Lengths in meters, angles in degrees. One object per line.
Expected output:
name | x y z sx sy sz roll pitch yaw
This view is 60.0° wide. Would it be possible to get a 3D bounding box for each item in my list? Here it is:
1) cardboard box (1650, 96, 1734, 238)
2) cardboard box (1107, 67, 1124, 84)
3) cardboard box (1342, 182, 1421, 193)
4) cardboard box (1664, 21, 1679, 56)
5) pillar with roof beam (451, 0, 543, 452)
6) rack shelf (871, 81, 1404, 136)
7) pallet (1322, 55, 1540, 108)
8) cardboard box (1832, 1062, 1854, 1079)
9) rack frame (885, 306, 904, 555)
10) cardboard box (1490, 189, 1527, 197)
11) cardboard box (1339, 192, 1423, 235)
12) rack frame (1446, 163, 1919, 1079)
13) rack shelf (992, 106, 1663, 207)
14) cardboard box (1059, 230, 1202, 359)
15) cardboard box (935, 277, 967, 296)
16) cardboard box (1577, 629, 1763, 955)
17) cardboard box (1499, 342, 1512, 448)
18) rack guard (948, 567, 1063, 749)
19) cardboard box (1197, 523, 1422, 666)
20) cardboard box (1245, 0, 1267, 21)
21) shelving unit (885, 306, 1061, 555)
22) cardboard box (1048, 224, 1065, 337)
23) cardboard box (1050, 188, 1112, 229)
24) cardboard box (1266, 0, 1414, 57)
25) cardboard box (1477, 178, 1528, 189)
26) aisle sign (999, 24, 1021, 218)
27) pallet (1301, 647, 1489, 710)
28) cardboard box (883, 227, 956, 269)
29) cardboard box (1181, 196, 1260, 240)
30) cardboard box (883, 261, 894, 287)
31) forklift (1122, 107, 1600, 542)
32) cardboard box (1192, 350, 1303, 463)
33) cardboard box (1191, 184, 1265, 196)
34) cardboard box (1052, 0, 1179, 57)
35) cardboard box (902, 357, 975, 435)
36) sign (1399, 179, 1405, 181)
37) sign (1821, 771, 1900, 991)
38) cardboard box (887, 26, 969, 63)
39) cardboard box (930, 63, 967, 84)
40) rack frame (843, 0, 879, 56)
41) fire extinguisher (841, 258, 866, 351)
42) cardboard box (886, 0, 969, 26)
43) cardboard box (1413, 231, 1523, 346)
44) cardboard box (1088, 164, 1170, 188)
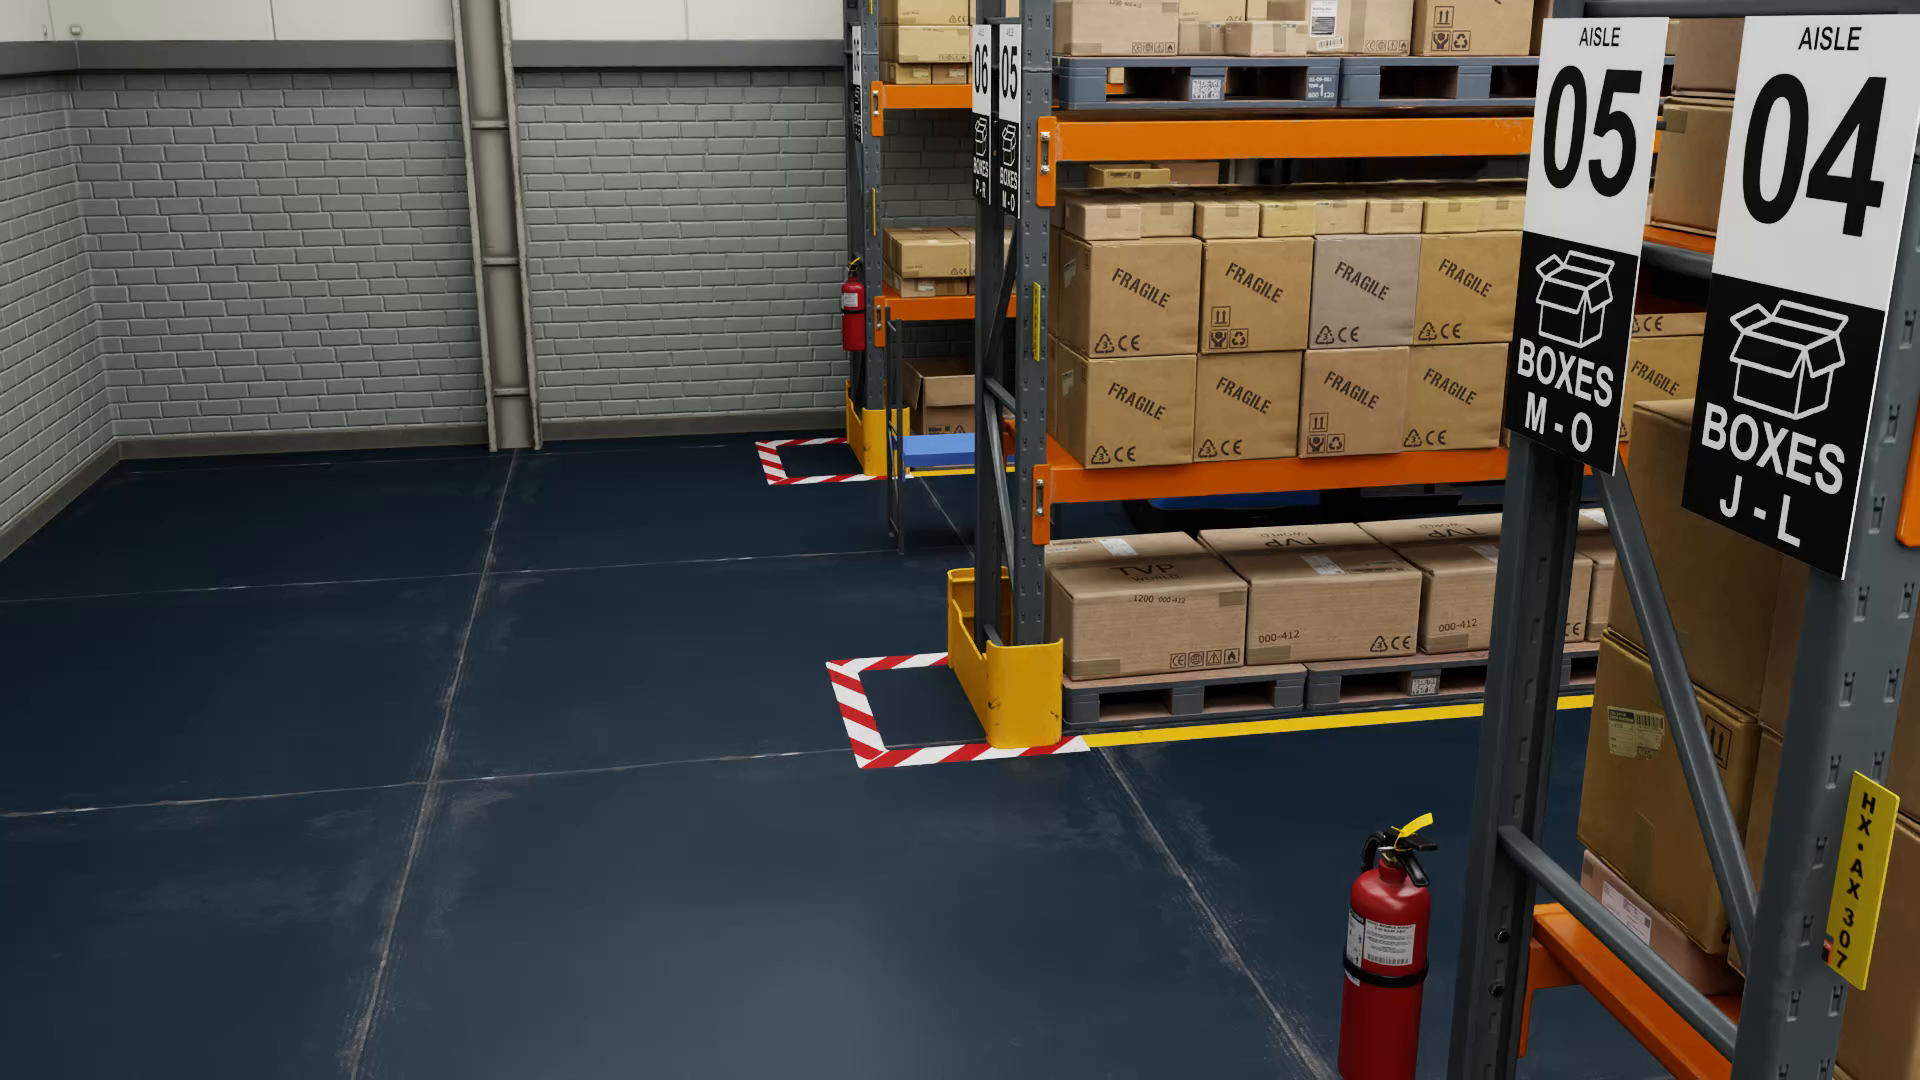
cardboard box | 1.663 -0.687 3.086 0.500 0.250 0.500 -4 17 -12
cardboard box | 1.164 -3.397 12.082 0.250 0.149 0.380 -3 17 -10
cardboard box | 2.046 -1.654 8.110 0.250 0.149 0.380 -3 17 -9
cardboard box | 3.330 -2.287 7.583 0.250 0.149 0.380 -3 17 -9
pillar with roof beam | -2.719 -3.812 7.895 0.400 9.000 9.100 -3 17 -10
rack shelf | 1.247 -3.277 12.487 4.000 0.370 1.077 -3 17 -10
pallet | 2.155 -2.149 7.743 1.213 0.211 1.003 -3 17 -10
cardboard box | 1.647 0.973 2.962 0.250 0.149 0.380 -3 17 -11
rack frame | -0.415 -0.693 10.515 0.032 1.500 0.500 -3 17 -10
cardboard box | 2.646 -1.541 7.743 0.250 0.149 0.380 -4 17 -12
cardboard box | 1.906 -1.488 7.570 0.250 0.149 0.380 -3 17 -10
rack frame | 1.266 0.777 3.174 0.127 3.000 1.000 -3 17 -10
rack shelf | 2.192 -1.846 7.829 4.000 0.370 1.077 -3 17 -10
cardboard box | 0.753 -1.115 7.459 0.500 0.500 0.500 -4 17 -12
cardboard box | -0.101 -1.922 12.388 0.250 0.149 0.380 -3 17 -9
cardboard box | 1.659 0.488 3.438 0.500 0.500 0.500 -3 17 -9
cardboard box | 2.754 -0.753 7.984 0.500 0.500 0.500 -4 17 -11
rack guard | 0.205 0.552 8.164 0.348 0.500 1.175 -3 17 -10
cardboard box | 1.754 0.261 8.503 0.875 0.438 0.875 -3 17 -9
cardboard box | 2.264 -3.913 12.231 0.500 0.250 0.500 -4 17 -11
shelving unit | 0.084 -0.722 10.607 1.048 1.500 0.538 -3 17 -10
cardboard box | 0.656 -1.266 7.951 0.500 0.500 0.500 -3 17 -9
cardboard box | 0.543 -1.558 7.798 0.250 0.149 0.380 -3 17 -10
cardboard box | 1.707 -2.353 7.522 0.500 0.311 0.500 -3 17 -9
cardboard box | 2.783 -1.712 8.300 0.250 0.149 0.380 -4 17 -12
aisle sign | 0.213 -1.800 7.134 0.004 0.787 0.394 -3 17 -10
pallet | 2.194 0.555 8.647 1.213 0.211 1.003 -3 17 -10
cardboard box | -0.316 -2.248 12.770 0.500 0.250 0.500 -3 17 -9
cardboard box | 1.150 -1.437 7.403 0.250 0.149 0.380 -3 17 -9
cardboard box | -0.443 -2.051 12.808 0.250 0.149 0.380 -3 17 -11
forklift | 2.658 -1.493 10.680 3.031 2.935 1.130 -2 17 -6
cardboard box | 1.245 -0.672 7.722 0.500 0.500 0.500 -3 17 -11
cardboard box | 1.280 -1.620 7.999 0.250 0.149 0.380 -3 17 -9
cardboard box | 0.653 -2.306 7.473 0.500 0.250 0.500 -5 18 -16
cardboard box | -0.099 -1.089 12.786 0.637 0.503 0.797 -4 18 -13
sign | 3.321 -2.556 12.550 0.005 0.325 0.100 -3 17 -10
sign | 1.370 0.519 2.537 0.005 0.325 0.100 -3 17 -10
cardboard box | -0.230 -3.525 11.821 0.500 0.250 0.500 -3 17 -11
cardboard box | -0.108 -3.362 11.967 0.250 0.149 0.380 -3 17 -9
rack frame | -0.717 -4.943 11.578 0.127 3.000 1.000 -3 17 -10
fire extinguisher | -0.774 -1.719 12.065 0.183 0.674 0.296 -3 17 -10
cardboard box | -0.234 -3.771 11.769 0.500 0.250 0.500 -3 17 -11
cardboard box | 2.253 -1.205 7.752 0.500 0.500 0.500 -3 17 -10
cardboard box | 1.252 -2.535 12.429 0.500 0.500 0.500 -3 17 -9
